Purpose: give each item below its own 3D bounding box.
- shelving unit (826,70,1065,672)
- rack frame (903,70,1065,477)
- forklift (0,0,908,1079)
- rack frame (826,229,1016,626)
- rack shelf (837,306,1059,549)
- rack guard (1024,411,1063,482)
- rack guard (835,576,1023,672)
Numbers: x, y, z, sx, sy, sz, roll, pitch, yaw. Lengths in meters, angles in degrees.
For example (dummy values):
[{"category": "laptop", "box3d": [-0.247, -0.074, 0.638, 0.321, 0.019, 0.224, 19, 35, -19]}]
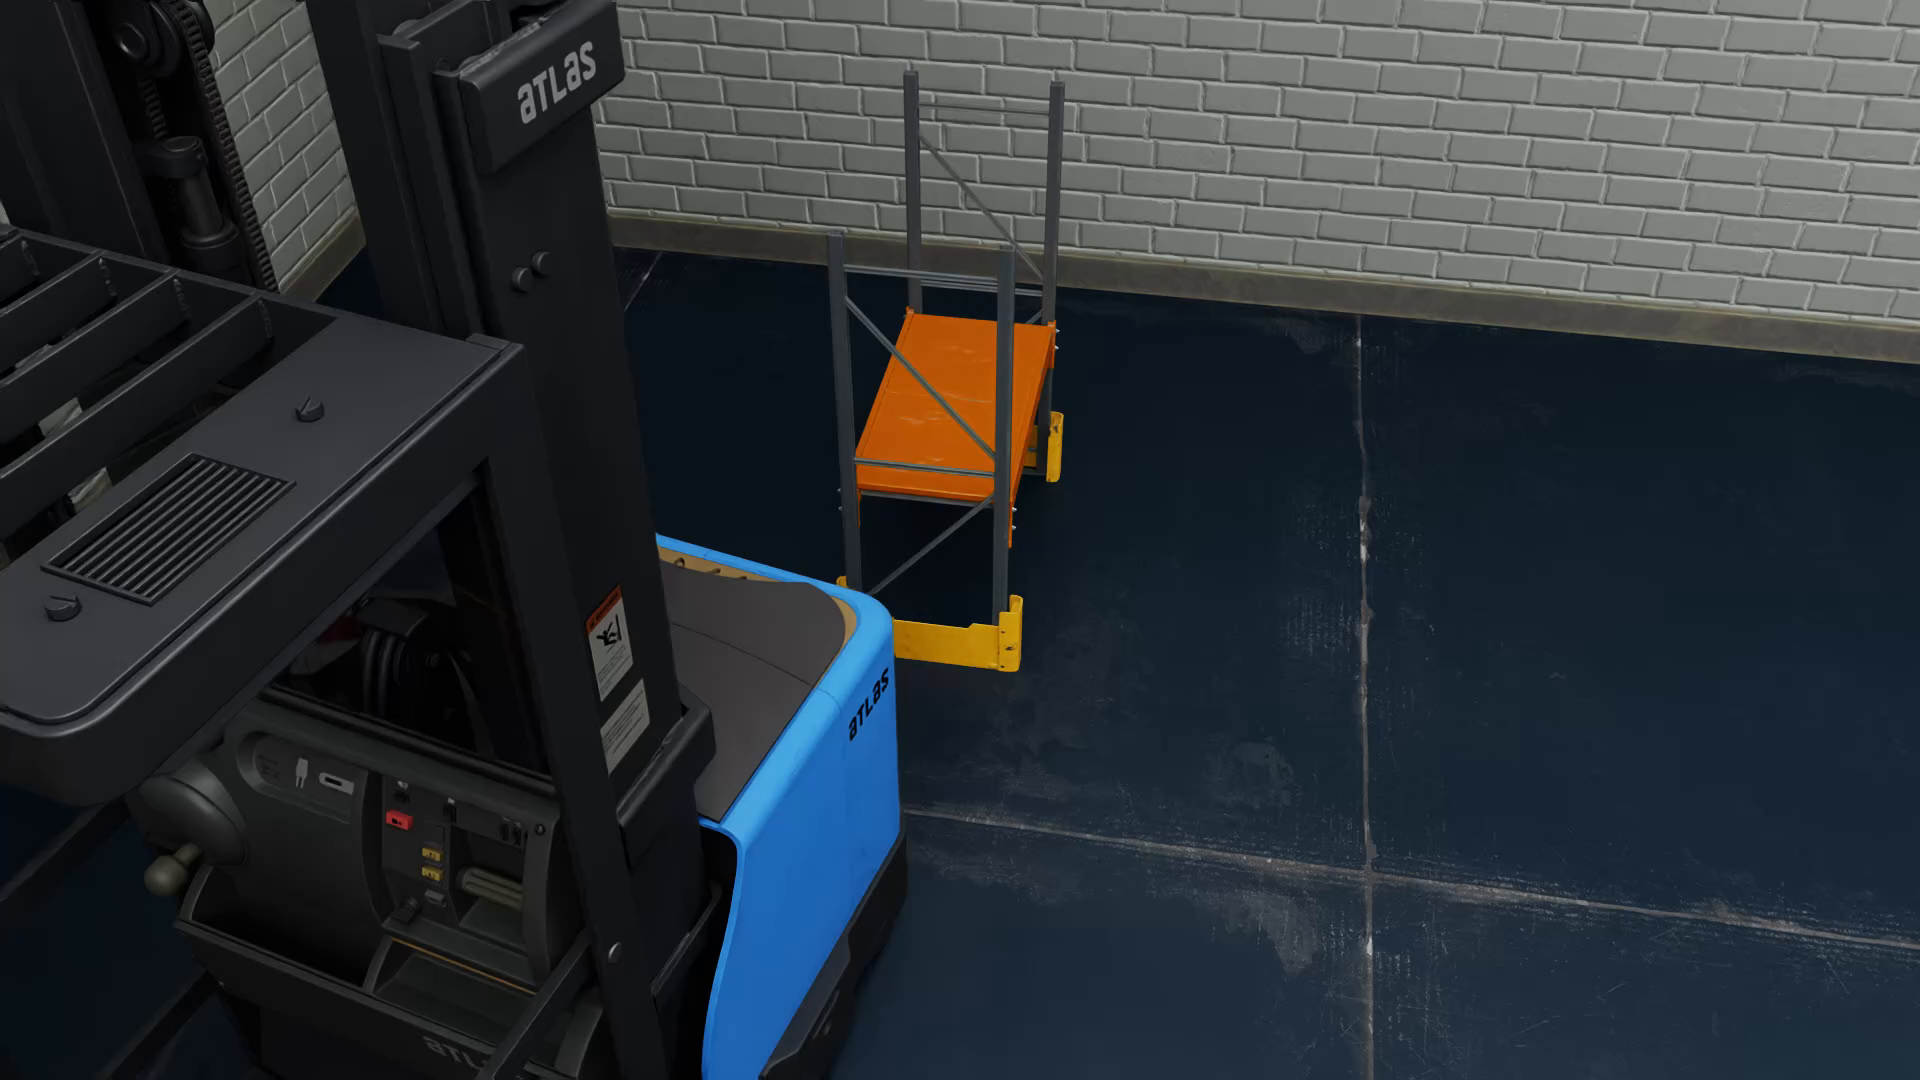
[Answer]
[{"category": "shelving unit", "box3d": [-0.013, -0.530, 5.214, 0.587, 1.500, 1.083, 6, 40, 8]}, {"category": "rack frame", "box3d": [0.073, -0.844, 5.593, 0.500, 1.500, 0.032, 6, 40, 8]}, {"category": "forklift", "box3d": [-1.181, 0.584, 2.743, 1.130, 2.935, 3.031, 15, 42, 17]}, {"category": "rack frame", "box3d": [-0.103, -0.205, 4.821, 0.500, 1.500, 0.032, 6, 40, 8]}, {"category": "rack shelf", "box3d": [-0.015, -0.386, 5.322, 0.538, 0.185, 1.000, 6, 40, 8]}, {"category": "rack guard", "box3d": [0.073, -0.361, 5.991, 0.587, 0.250, 0.087, 6, 40, 8]}, {"category": "rack guard", "box3d": [-0.099, 0.264, 5.234, 0.587, 0.250, 0.087, 6, 40, 8]}]
